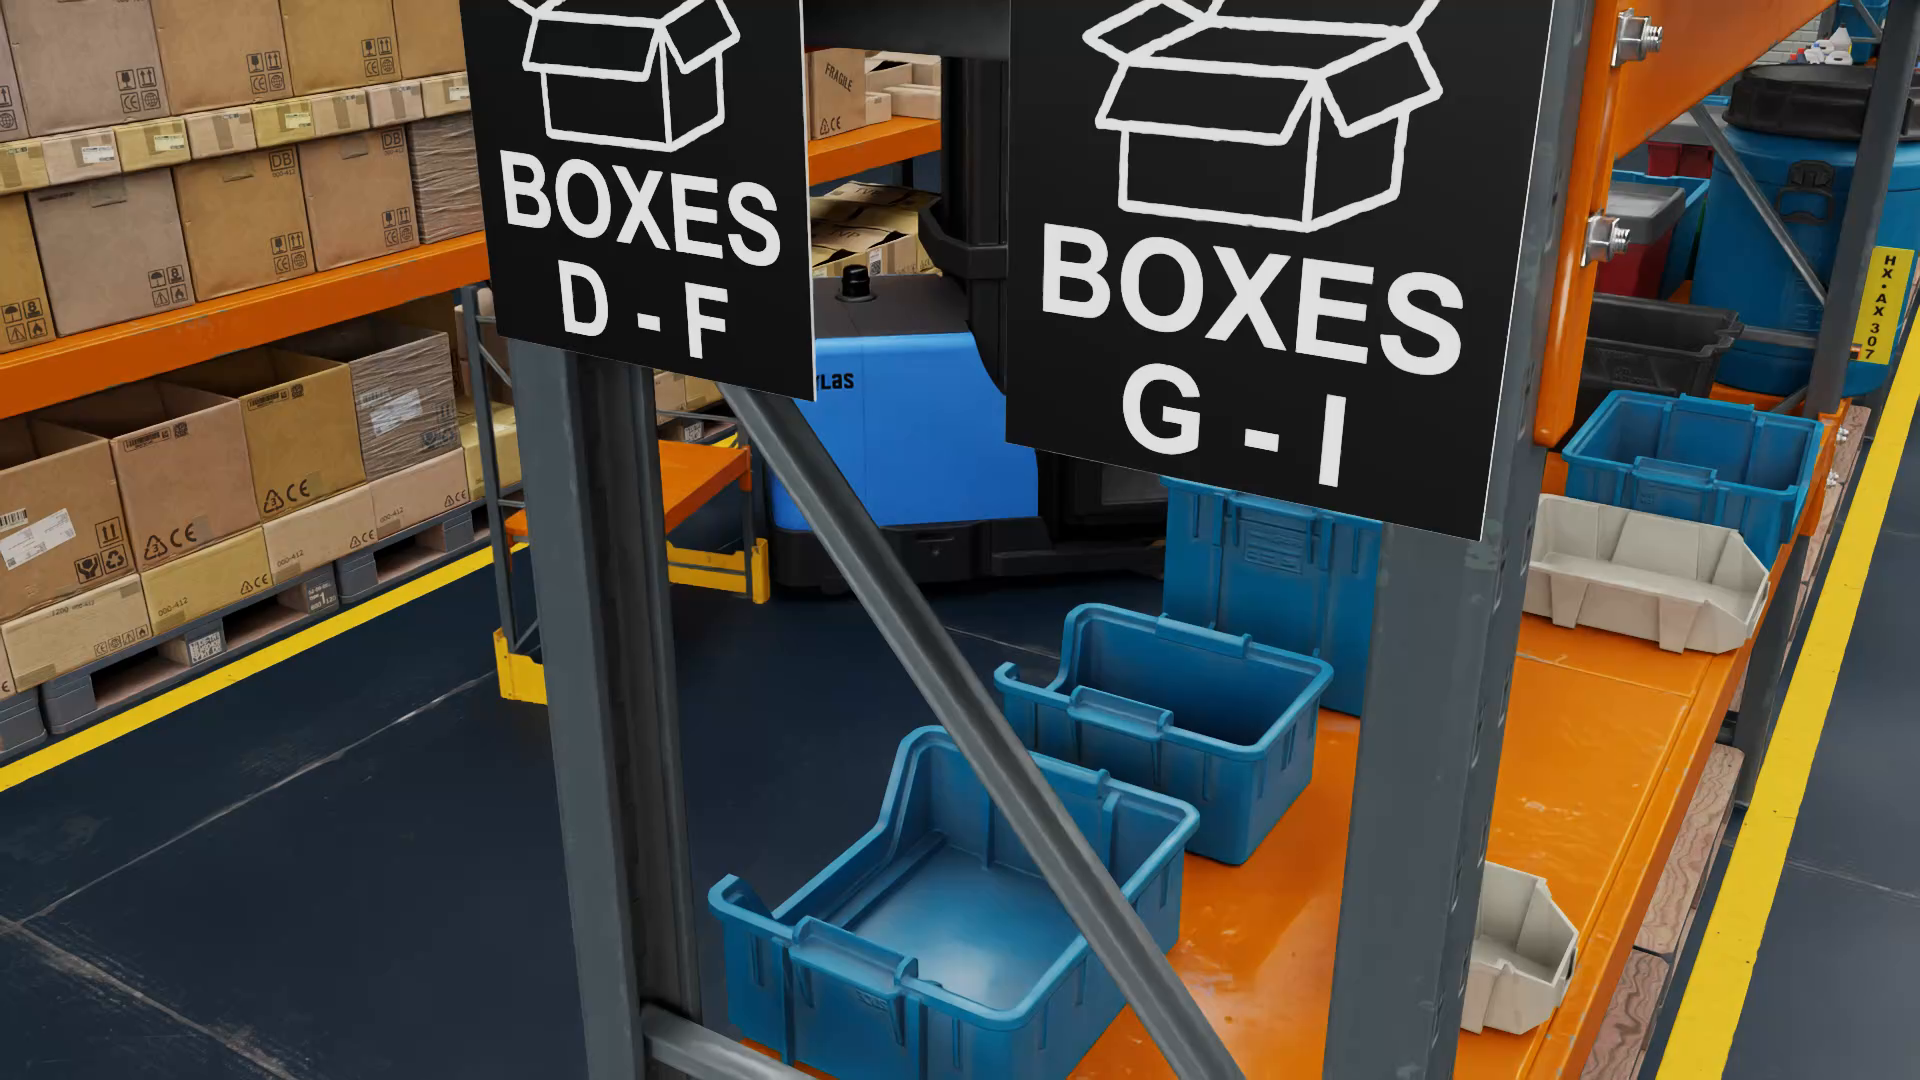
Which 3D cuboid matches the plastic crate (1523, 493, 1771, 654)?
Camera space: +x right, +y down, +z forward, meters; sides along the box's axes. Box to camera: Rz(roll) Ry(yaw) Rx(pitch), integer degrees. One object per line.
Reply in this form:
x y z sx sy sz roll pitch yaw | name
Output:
1.463 0.078 3.627 0.530 0.136 0.437 14 27 29 | plastic crate

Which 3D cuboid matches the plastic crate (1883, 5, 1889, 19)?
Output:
7.172 -4.085 13.046 0.416 0.233 0.300 14 27 29 | plastic crate

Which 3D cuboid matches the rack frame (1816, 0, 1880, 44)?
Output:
6.325 -3.345 11.200 1.000 3.000 0.127 14 27 29 | rack frame

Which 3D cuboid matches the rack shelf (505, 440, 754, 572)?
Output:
-1.208 -0.126 6.100 0.538 0.185 1.000 7 24 16 | rack shelf

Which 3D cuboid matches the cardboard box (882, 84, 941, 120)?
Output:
-0.231 -2.557 9.697 0.380 0.149 0.250 14 27 29 | cardboard box

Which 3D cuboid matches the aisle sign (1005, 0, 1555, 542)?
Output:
0.206 -0.402 1.130 0.394 0.787 0.004 14 27 29 | aisle sign

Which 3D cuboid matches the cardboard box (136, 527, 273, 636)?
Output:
-2.947 0.095 6.187 0.500 0.250 0.500 14 27 29 | cardboard box

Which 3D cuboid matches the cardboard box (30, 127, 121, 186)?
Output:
-3.010 -1.283 5.496 0.380 0.149 0.250 14 27 29 | cardboard box

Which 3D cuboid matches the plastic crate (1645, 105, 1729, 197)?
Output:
3.102 -1.543 6.957 0.402 0.464 0.583 14 27 29 | plastic crate

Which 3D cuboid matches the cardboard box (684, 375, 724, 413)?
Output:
-1.407 -0.871 8.419 0.500 0.250 0.500 15 27 30 | cardboard box

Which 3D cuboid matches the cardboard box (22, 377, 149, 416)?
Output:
-3.402 -0.361 6.297 0.500 0.500 0.500 14 27 29 | cardboard box

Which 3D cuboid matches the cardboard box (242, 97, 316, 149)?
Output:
-2.601 -1.548 6.107 0.380 0.149 0.250 14 27 29 | cardboard box

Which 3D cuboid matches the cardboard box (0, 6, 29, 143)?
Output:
-3.388 -1.497 5.173 0.700 0.500 0.500 14 27 29 | cardboard box

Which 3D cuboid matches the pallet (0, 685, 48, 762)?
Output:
-3.844 0.679 5.416 1.003 0.211 1.213 14 27 29 | pallet

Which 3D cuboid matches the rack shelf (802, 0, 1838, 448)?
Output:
1.050 -1.016 2.951 1.077 0.370 4.000 14 27 29 | rack shelf

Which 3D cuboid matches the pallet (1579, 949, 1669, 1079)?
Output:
1.072 1.267 4.059 1.003 0.211 1.213 14 27 29 | pallet

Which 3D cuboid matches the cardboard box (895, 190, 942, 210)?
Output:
-0.059 -1.994 10.306 0.500 0.311 0.500 15 27 30 | cardboard box

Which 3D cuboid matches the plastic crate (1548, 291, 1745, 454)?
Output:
1.720 -0.466 4.629 0.767 0.338 0.504 14 27 29 | plastic crate

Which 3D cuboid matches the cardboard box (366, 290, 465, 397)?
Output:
-2.612 -0.868 7.468 0.500 0.500 0.500 14 27 29 | cardboard box

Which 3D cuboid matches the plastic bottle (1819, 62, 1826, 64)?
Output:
5.081 -2.689 9.848 0.097 0.271 0.097 0 23 0 | plastic bottle

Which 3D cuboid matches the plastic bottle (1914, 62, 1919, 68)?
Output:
5.624 -2.687 9.844 0.097 0.271 0.097 0 23 0 | plastic bottle

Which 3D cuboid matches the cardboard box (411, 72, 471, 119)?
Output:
-2.195 -1.808 6.707 0.380 0.149 0.250 13 27 28 | cardboard box

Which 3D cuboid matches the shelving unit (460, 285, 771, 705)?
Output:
-1.206 -0.294 6.037 0.587 1.500 1.083 7 24 16 | shelving unit

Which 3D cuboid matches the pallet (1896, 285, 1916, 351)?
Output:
5.239 -1.400 10.218 1.003 0.211 1.213 14 27 29 | pallet

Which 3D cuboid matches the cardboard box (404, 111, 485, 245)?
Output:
-2.330 -1.579 6.995 0.700 0.500 0.500 13 27 28 | cardboard box

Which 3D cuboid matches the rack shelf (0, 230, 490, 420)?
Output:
-3.156 -0.679 5.947 1.077 0.370 4.000 14 27 29 | rack shelf

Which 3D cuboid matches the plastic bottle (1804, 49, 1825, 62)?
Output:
5.268 -2.899 10.326 0.152 0.276 0.135 14 27 29 | plastic bottle

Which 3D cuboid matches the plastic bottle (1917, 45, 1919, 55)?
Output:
5.898 -2.911 10.260 0.144 0.351 0.185 14 27 29 | plastic bottle

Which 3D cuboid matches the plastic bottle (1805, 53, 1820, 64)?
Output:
5.146 -2.820 10.146 0.152 0.276 0.135 14 27 29 | plastic bottle

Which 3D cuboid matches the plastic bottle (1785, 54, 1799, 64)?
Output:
4.788 -2.629 9.608 0.144 0.351 0.185 14 27 29 | plastic bottle

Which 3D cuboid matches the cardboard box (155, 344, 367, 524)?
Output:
-2.695 -0.421 6.434 0.500 0.500 0.500 14 27 29 | cardboard box

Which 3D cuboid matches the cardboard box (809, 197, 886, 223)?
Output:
-0.787 -1.928 10.154 0.500 0.311 0.500 13 27 28 | cardboard box

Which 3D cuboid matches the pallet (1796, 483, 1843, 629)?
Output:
3.129 -0.051 7.103 1.003 0.211 1.213 14 27 29 | pallet

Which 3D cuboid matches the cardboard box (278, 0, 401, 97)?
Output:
-2.596 -2.003 6.342 0.700 0.500 0.500 14 27 29 | cardboard box

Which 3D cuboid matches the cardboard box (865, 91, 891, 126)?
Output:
-0.616 -2.476 9.511 0.380 0.149 0.250 16 28 33 | cardboard box

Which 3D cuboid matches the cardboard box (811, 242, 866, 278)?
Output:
-0.862 -1.478 9.116 0.500 0.311 0.500 15 27 30 | cardboard box

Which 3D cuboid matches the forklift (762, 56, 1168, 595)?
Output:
0.682 -1.382 6.754 3.031 2.935 1.130 -4 24 -8 | forklift

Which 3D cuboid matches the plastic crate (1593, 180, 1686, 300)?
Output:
2.100 -0.901 5.476 0.402 0.464 0.583 14 27 29 | plastic crate

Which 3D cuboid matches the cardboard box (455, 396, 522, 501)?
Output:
-2.160 -0.412 7.359 0.500 0.250 0.500 14 27 29 | cardboard box

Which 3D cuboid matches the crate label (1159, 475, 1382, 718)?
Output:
0.736 0.011 3.403 0.502 0.435 0.616 14 27 29 | crate label

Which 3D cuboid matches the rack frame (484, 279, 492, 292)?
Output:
-2.101 -1.684 7.364 1.000 3.000 0.127 14 27 29 | rack frame

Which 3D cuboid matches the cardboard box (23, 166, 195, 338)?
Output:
-3.140 -1.058 5.791 0.700 0.500 0.500 15 27 31 | cardboard box
